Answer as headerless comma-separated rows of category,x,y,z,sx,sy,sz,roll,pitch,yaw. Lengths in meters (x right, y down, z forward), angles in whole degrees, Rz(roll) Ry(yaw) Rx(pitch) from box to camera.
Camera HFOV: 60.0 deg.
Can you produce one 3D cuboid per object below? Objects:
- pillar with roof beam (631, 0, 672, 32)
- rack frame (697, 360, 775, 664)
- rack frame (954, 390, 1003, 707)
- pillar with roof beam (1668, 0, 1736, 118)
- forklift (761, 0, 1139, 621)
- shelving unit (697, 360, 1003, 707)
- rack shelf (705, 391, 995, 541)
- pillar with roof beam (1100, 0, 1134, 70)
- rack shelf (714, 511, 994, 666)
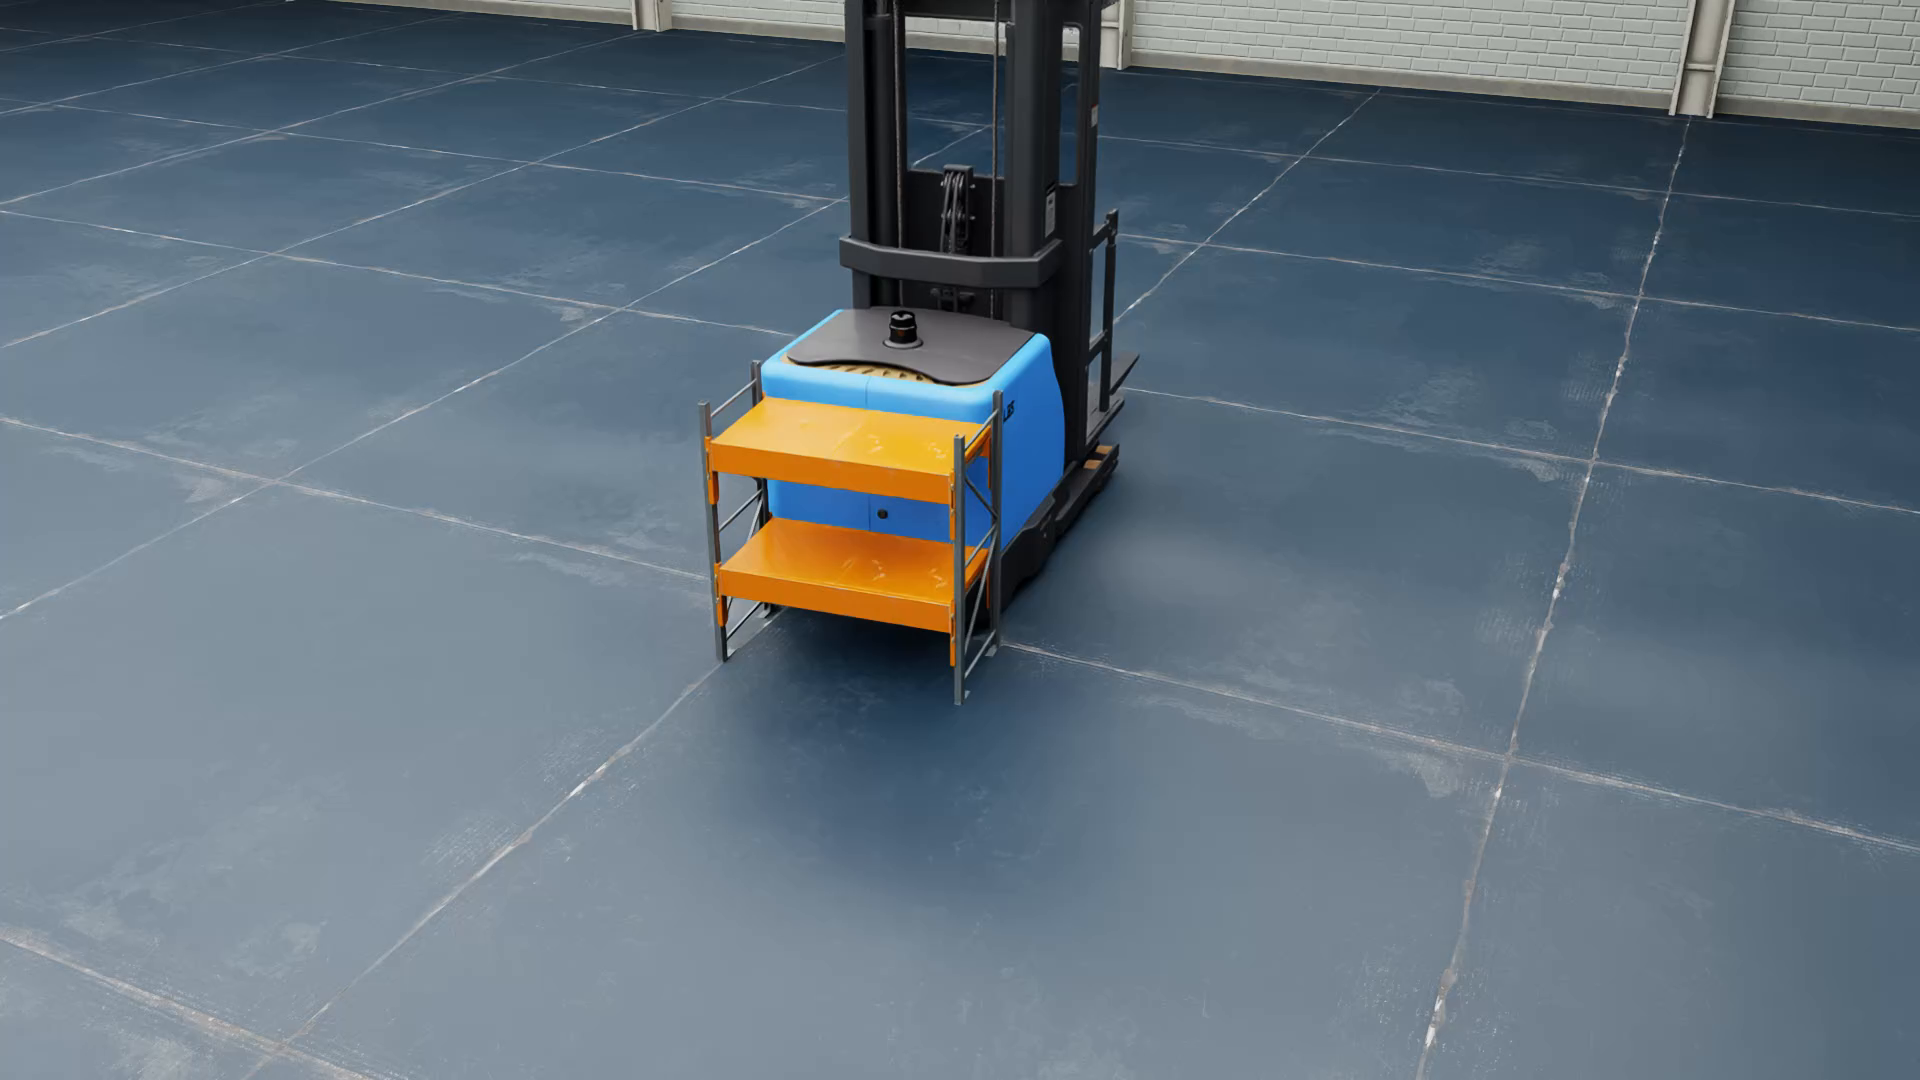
pillar with roof beam,-5.588,-8.652,15.135,0.400,9.000,9.100,11,28,22
rack frame,-0.892,-0.110,6.699,0.032,1.125,0.500,9,28,17
rack frame,0.071,0.034,6.406,0.032,1.125,0.500,9,28,17
pillar with roof beam,5.335,-6.457,10.678,0.400,9.000,9.100,11,28,22
forklift,0.160,-1.605,7.692,1.130,2.935,3.031,9,28,19
shelving unit,-0.410,-0.038,6.553,1.048,1.125,0.538,9,28,17
rack shelf,-0.410,-0.300,6.423,1.000,0.278,0.538,9,28,17
pillar with roof beam,-0.126,-7.555,12.906,0.400,9.000,9.100,11,28,22
rack shelf,-0.410,0.182,6.661,1.000,0.278,0.538,9,28,17
